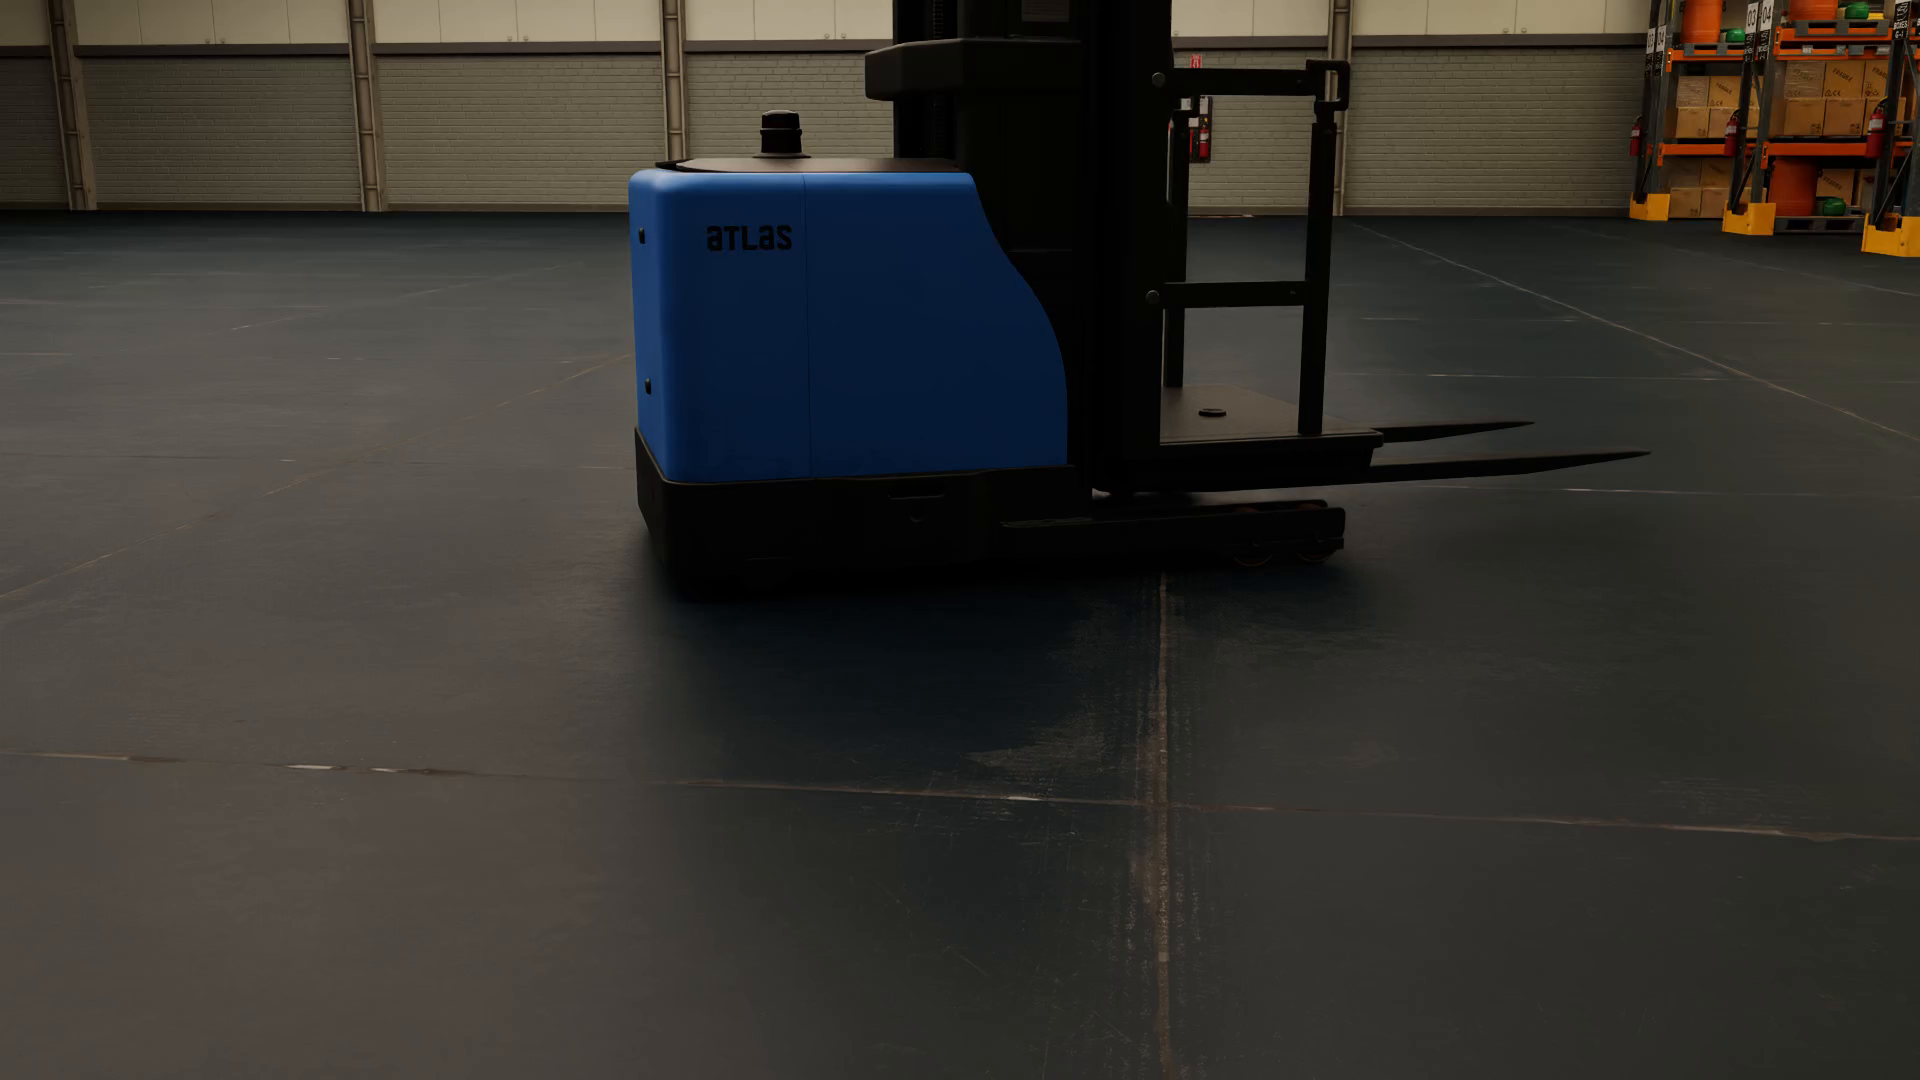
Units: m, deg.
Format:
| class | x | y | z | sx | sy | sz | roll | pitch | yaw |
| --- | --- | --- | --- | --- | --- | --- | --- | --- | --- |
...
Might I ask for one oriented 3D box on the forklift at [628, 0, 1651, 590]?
| class | x | y | z | sx | sy | sz | roll | pitch | yaw |
| --- | --- | --- | --- | --- | --- | --- | --- | --- | --- |
| forklift | 0.587 | -1.464 | 4.770 | 3.031 | 2.935 | 1.130 | -4 | 14 | -15 |
